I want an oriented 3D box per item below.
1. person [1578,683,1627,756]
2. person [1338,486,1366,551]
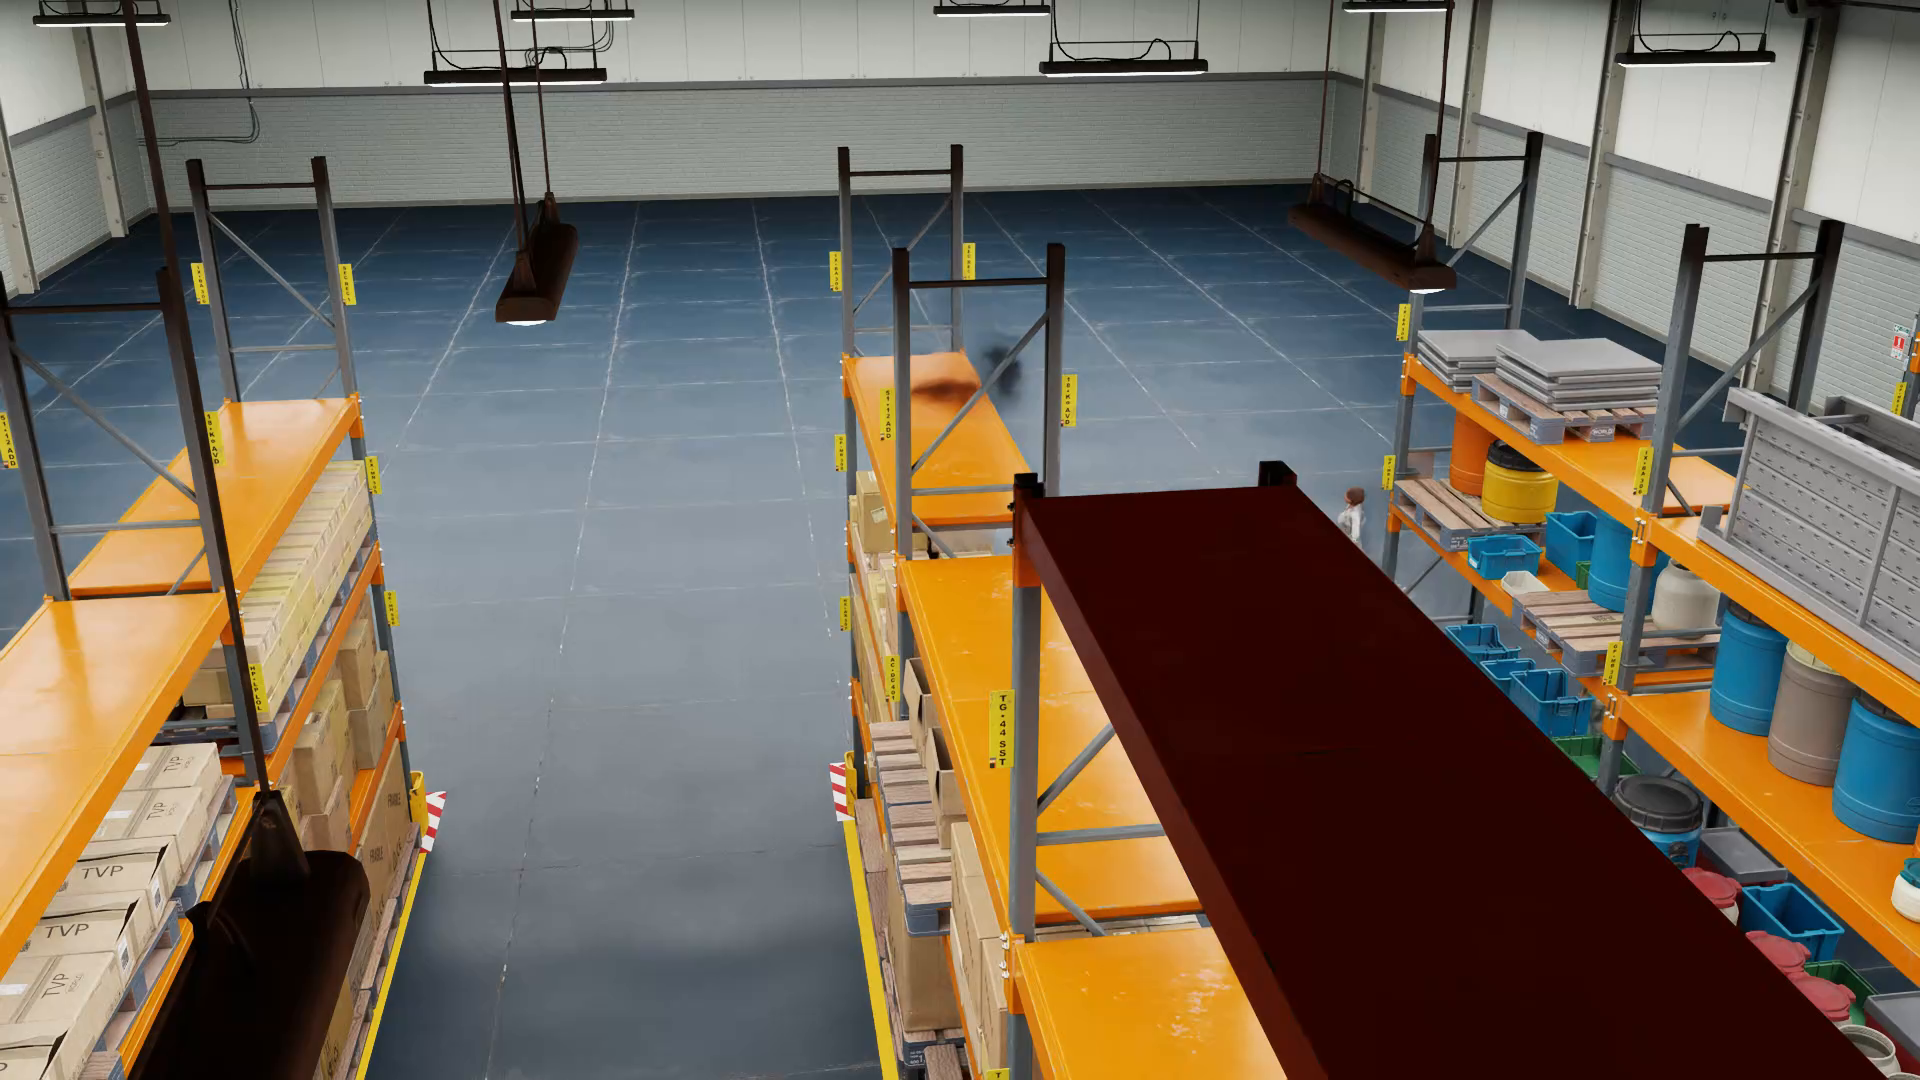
[{"bbox_3d":[6.117,1.476,15.744,0.644,1.656,0.679,-5,22,-12],"label":"person"},{"bbox_3d":[4.520,0.105,19.289,0.545,1.555,0.536,4,22,11],"label":"person"}]
